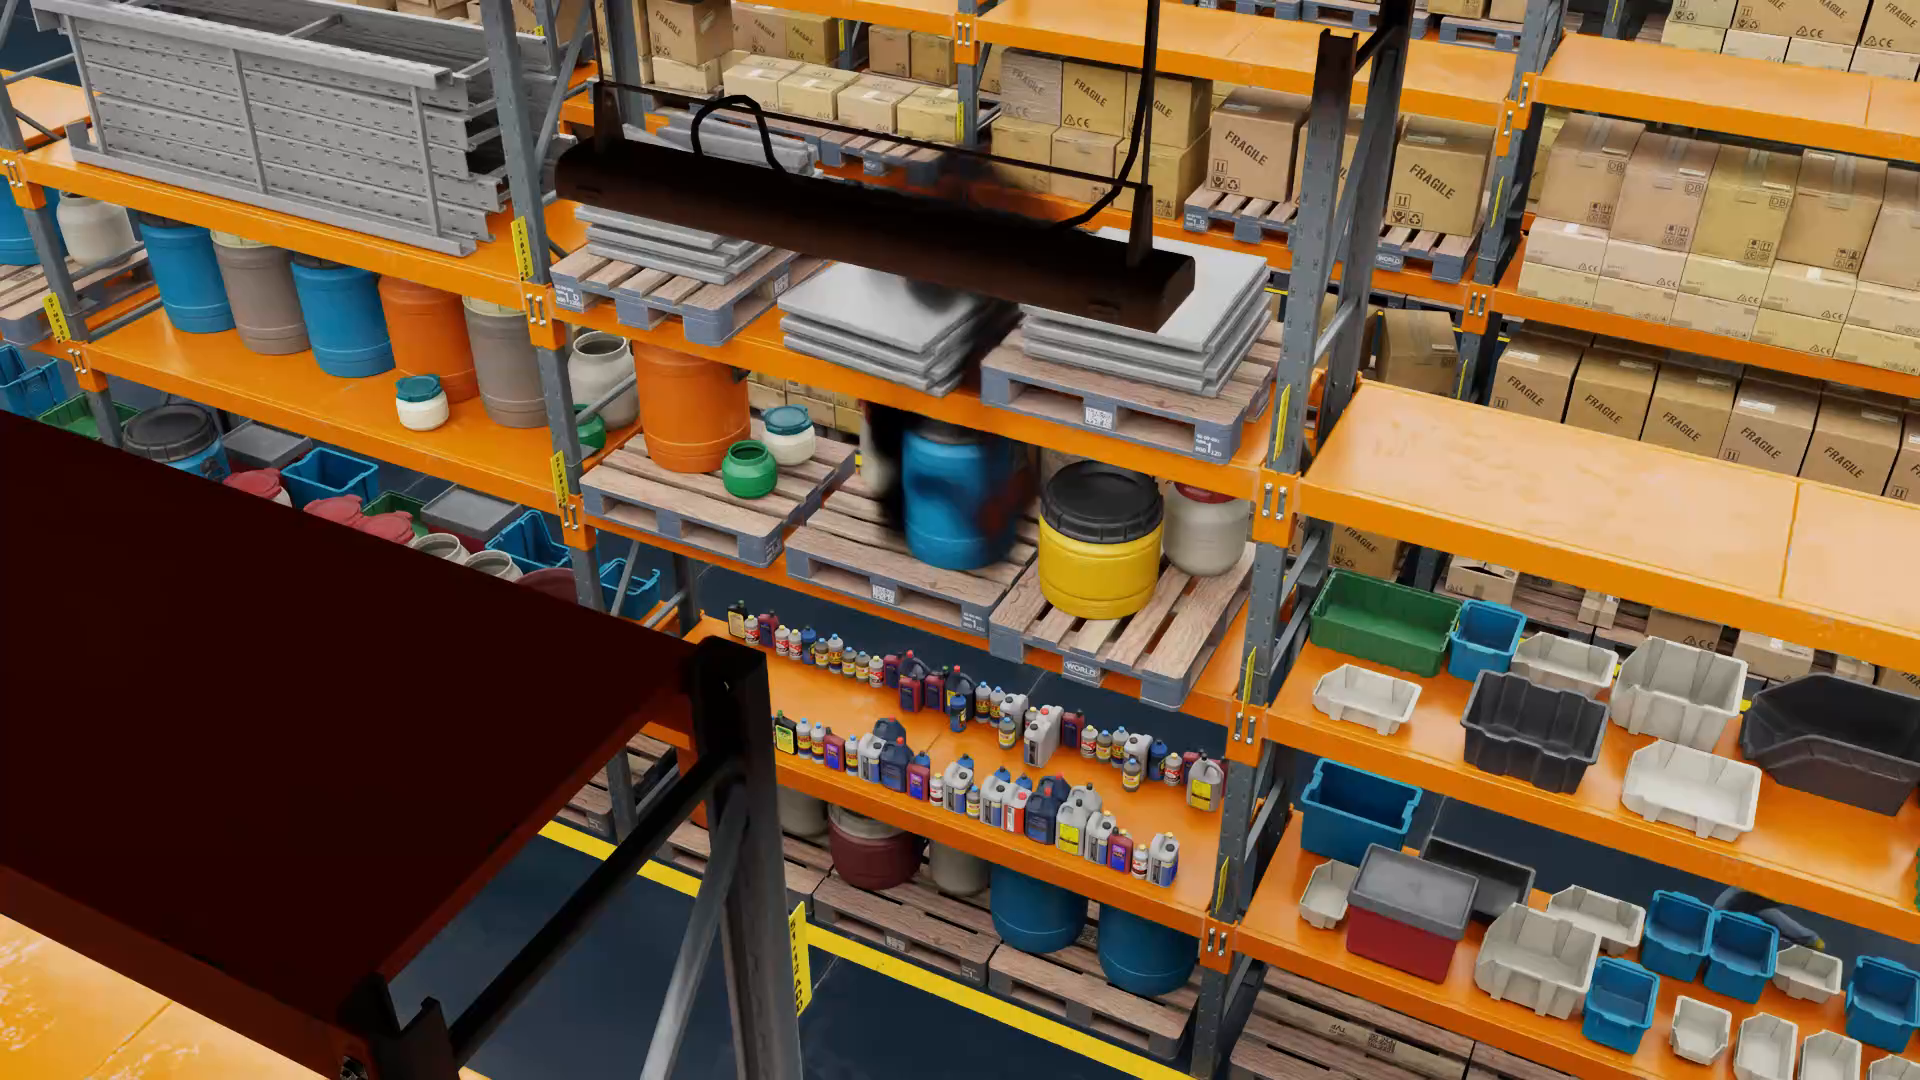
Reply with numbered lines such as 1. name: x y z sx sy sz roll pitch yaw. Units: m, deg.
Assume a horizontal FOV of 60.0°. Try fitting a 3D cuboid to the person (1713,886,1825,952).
1. person: 4.751 1.958 9.597 0.686 1.732 0.700 18 39 24
